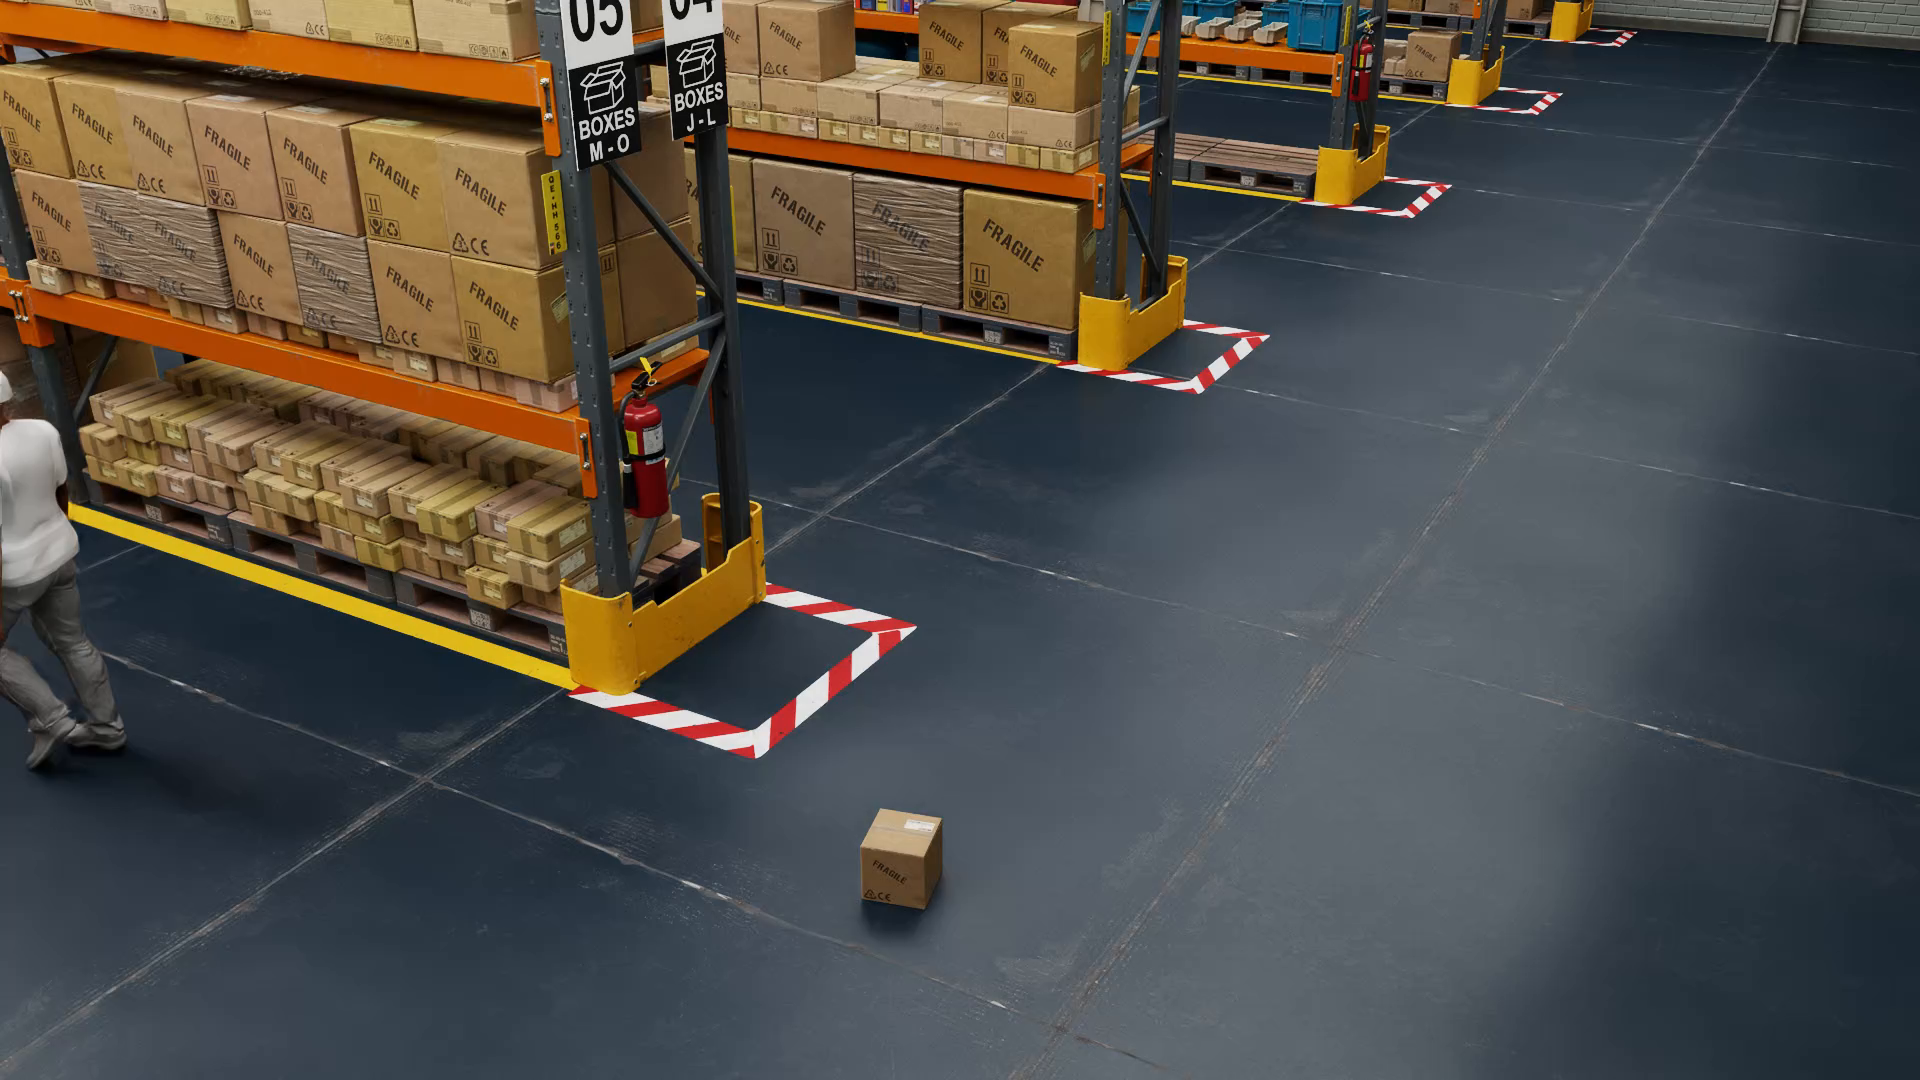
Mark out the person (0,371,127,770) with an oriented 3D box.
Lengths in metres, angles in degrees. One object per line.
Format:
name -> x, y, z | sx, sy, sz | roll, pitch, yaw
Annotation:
person -> -3.856, 0.127, 6.816 | 0.518, 1.800, 0.649 | 6, 27, 13
